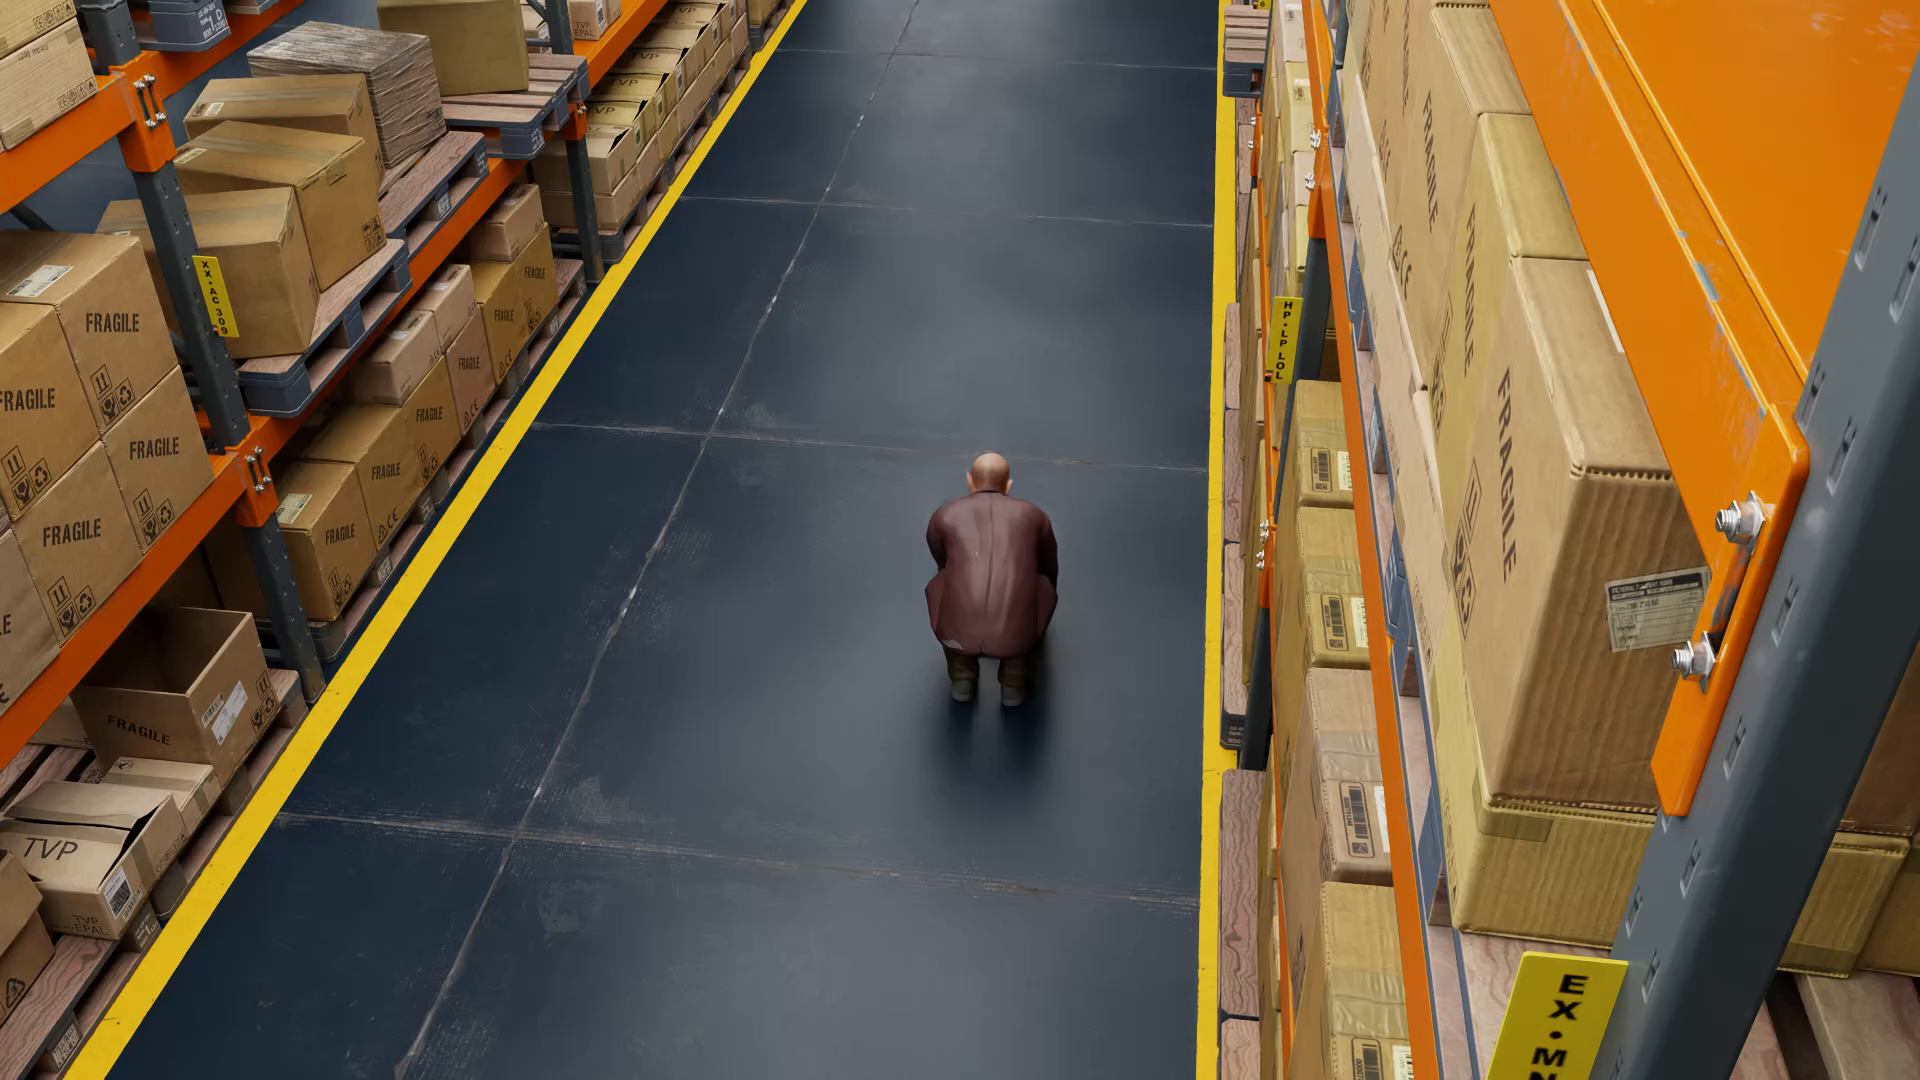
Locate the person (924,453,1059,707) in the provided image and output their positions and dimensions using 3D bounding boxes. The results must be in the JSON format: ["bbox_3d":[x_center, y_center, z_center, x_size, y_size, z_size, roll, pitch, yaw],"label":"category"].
[{"bbox_3d":[0.132,0.202,7.128,0.590,0.906,0.872,5,36,6],"label":"person"}]
